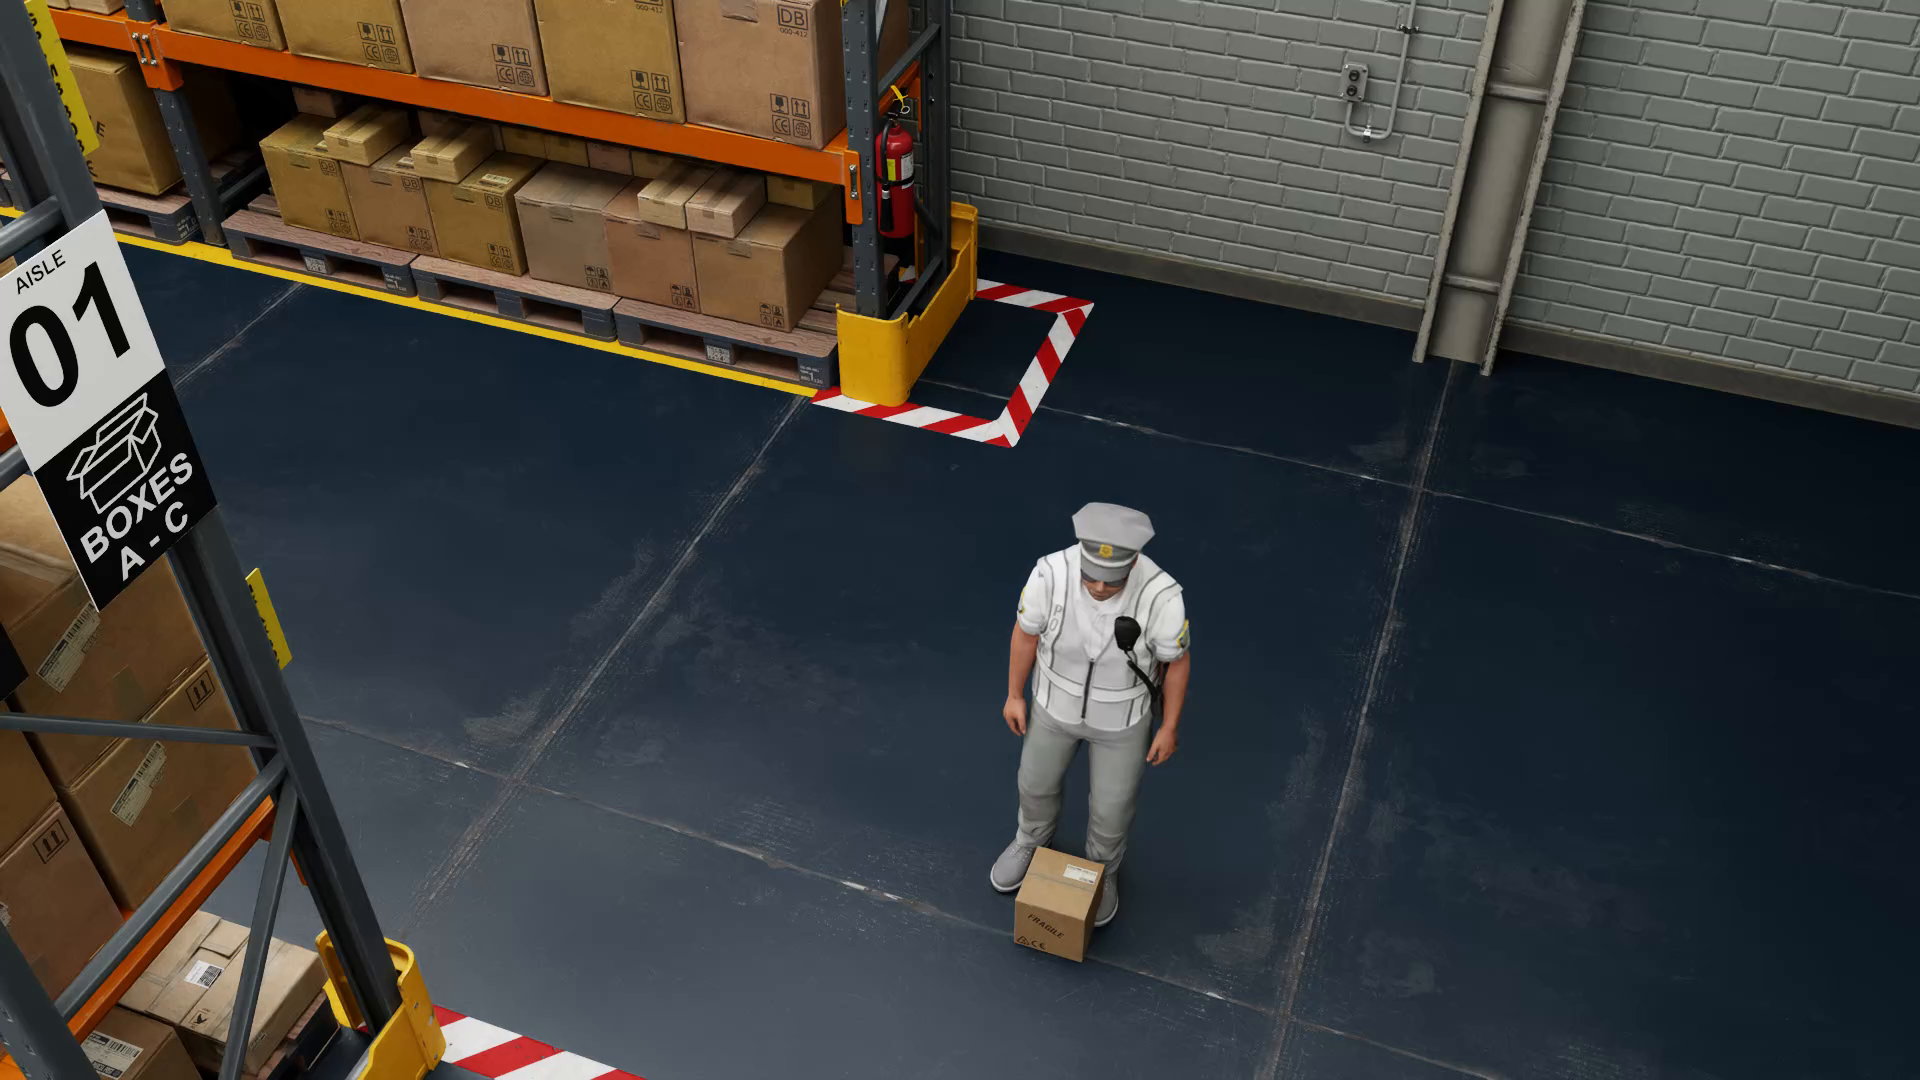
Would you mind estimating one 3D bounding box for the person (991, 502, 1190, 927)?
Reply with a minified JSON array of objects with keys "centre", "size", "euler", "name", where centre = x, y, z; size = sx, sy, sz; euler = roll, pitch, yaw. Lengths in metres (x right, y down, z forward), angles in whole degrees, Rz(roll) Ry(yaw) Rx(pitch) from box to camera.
[{"centre":[0.437,0.554,5.519],"size":[0.606,1.751,0.473],"euler":[11,43,13],"name":"person"}]
